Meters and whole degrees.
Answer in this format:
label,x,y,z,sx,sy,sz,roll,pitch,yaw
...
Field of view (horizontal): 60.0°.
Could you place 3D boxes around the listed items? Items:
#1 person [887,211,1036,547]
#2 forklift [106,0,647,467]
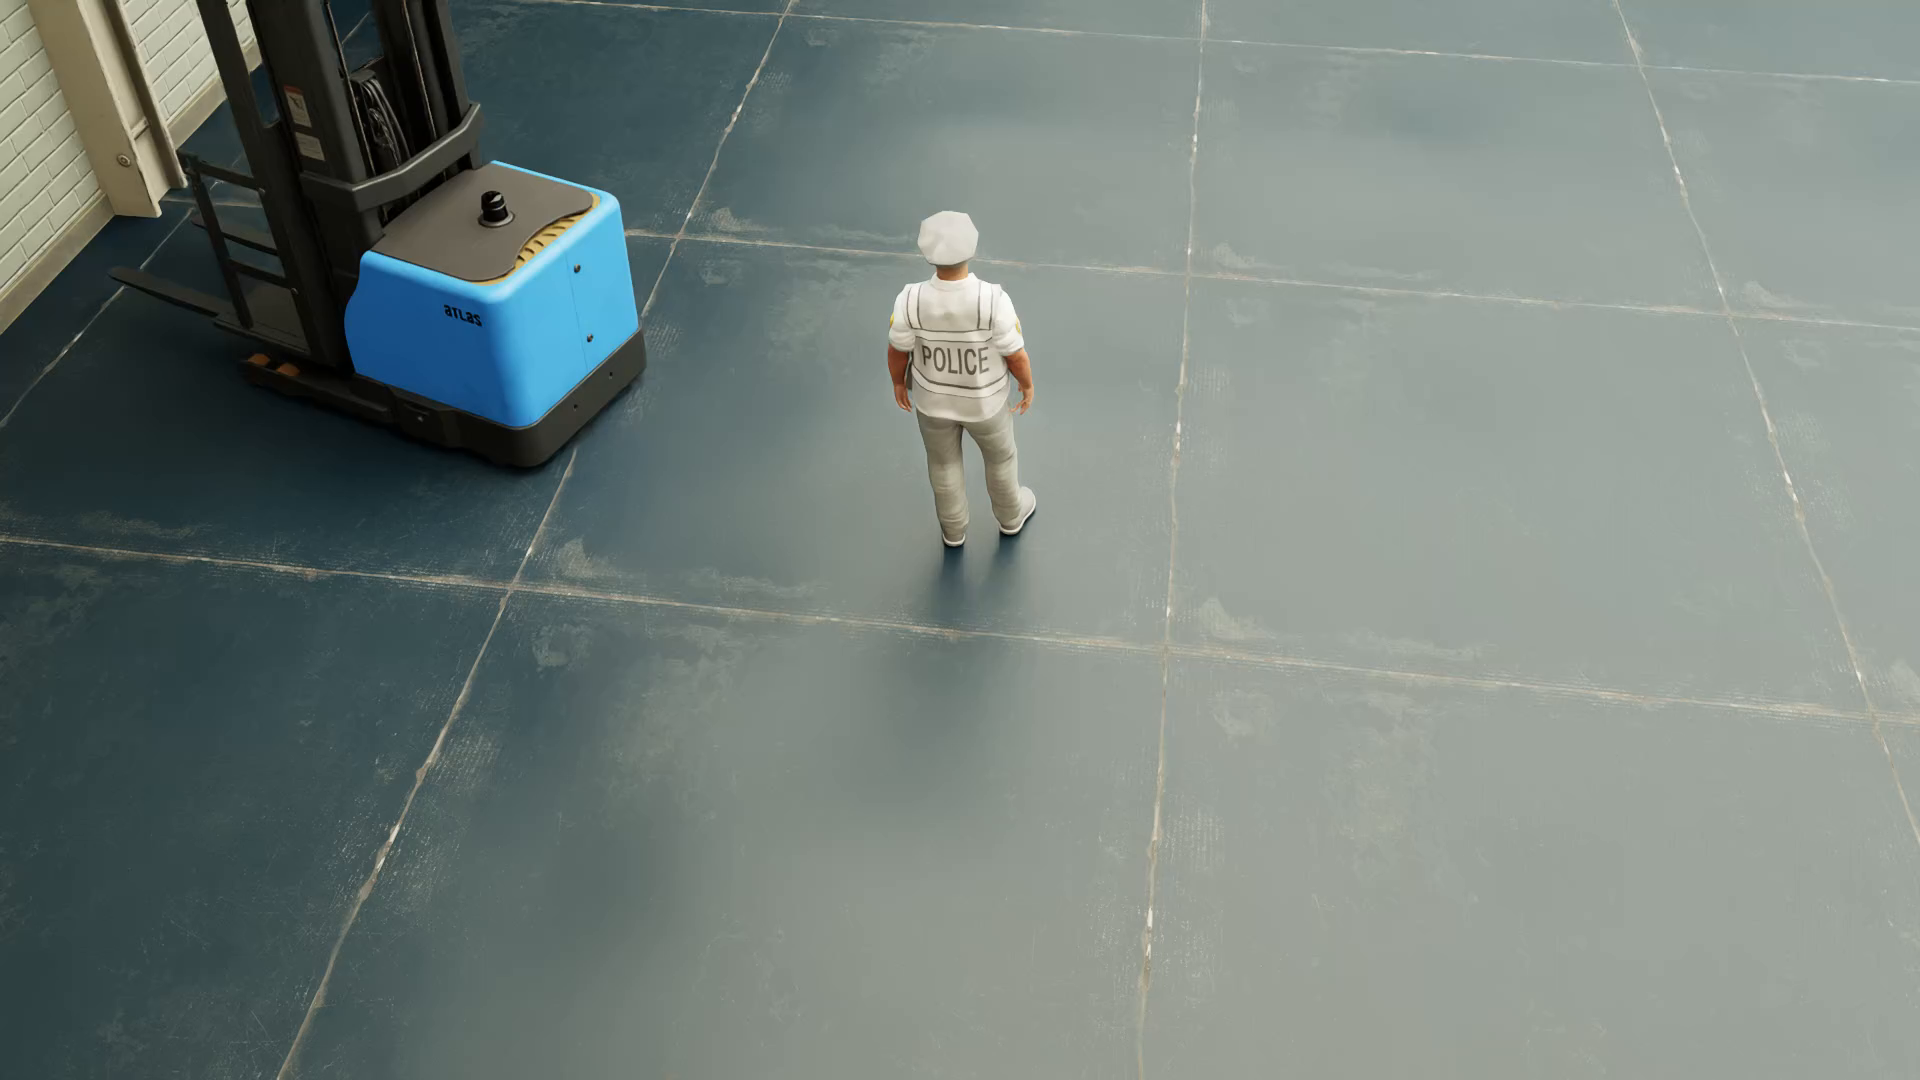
label,x,y,z,sx,sy,sz,roll,pitch,yaw
person,0.022,-0.714,7.339,0.641,1.781,0.574,5,43,6
forklift,-3.208,-2.135,8.048,3.031,2.935,1.130,19,46,19
